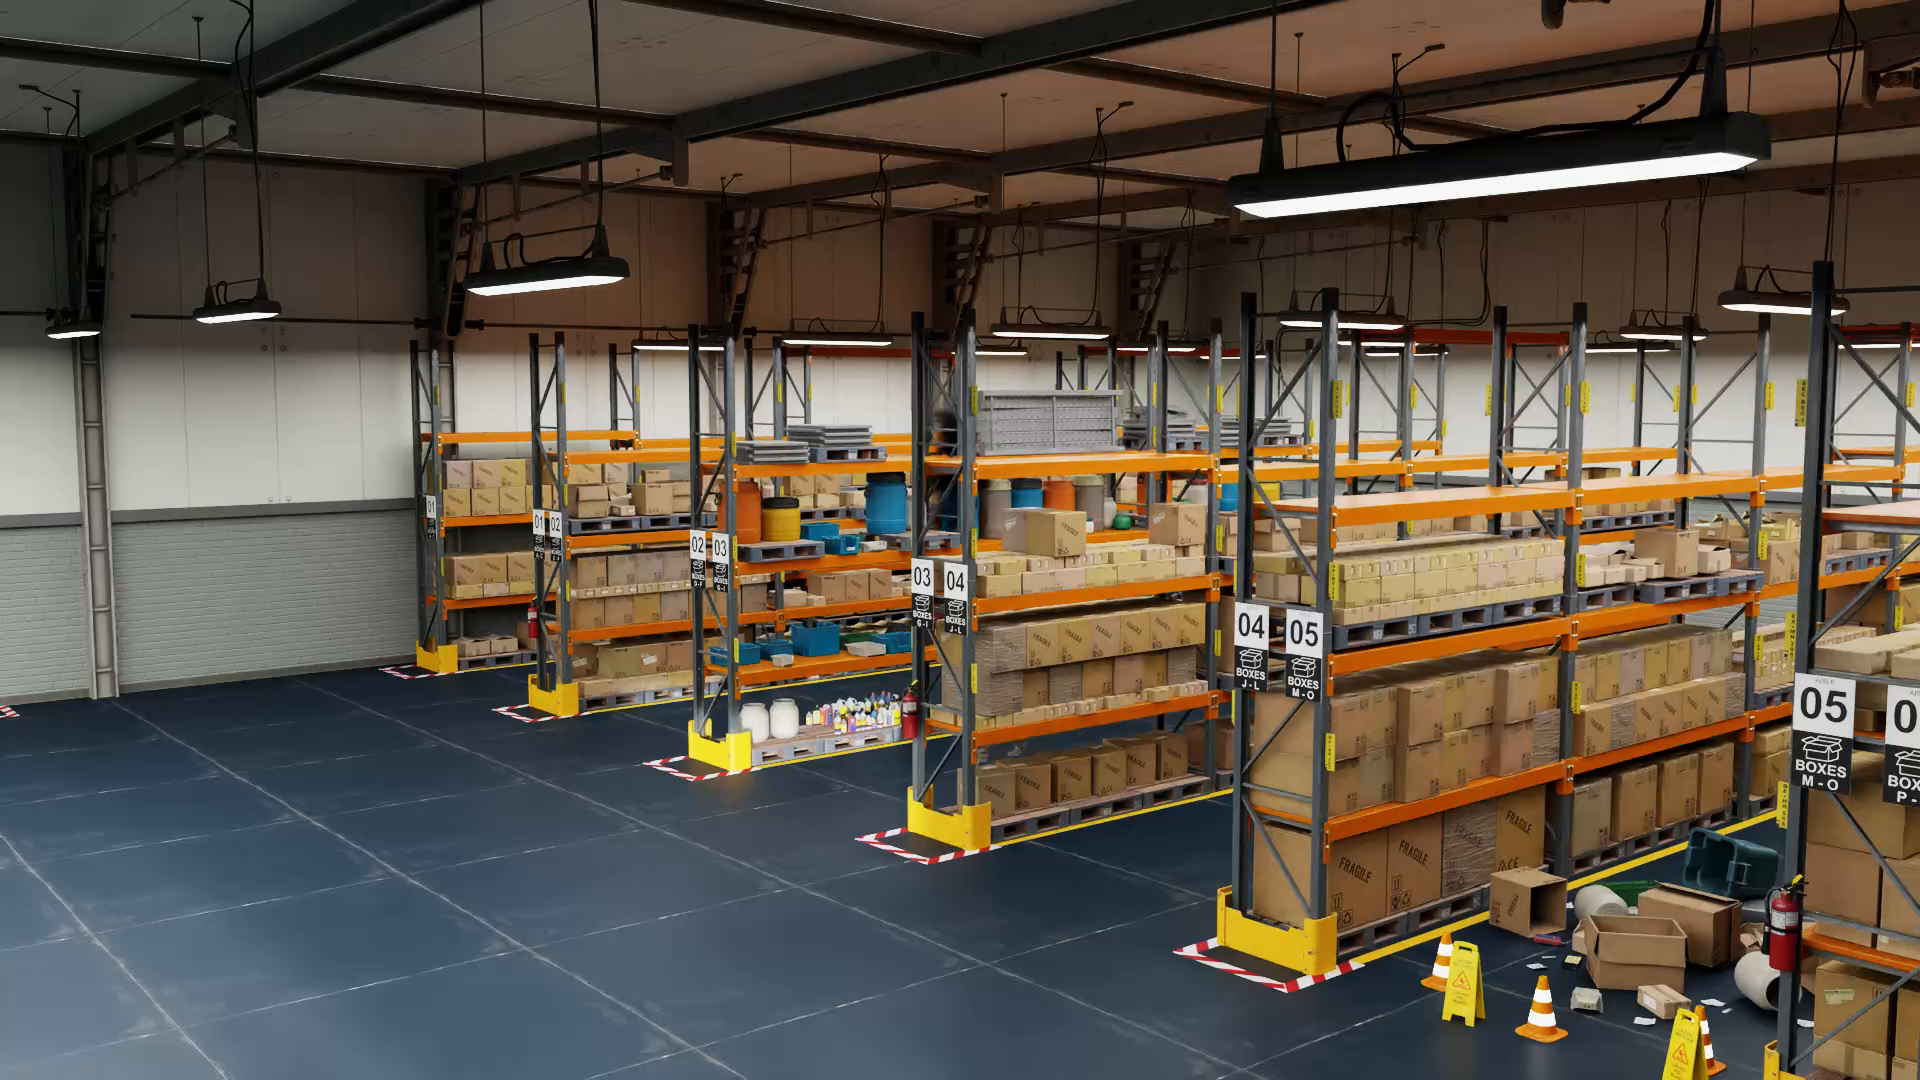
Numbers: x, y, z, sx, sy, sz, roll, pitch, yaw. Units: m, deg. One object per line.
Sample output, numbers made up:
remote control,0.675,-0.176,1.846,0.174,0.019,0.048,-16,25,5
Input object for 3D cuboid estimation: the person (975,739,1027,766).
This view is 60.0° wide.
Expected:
person,0.458,2.089,21.571,1.030,1.679,0.658,-3,6,-28
